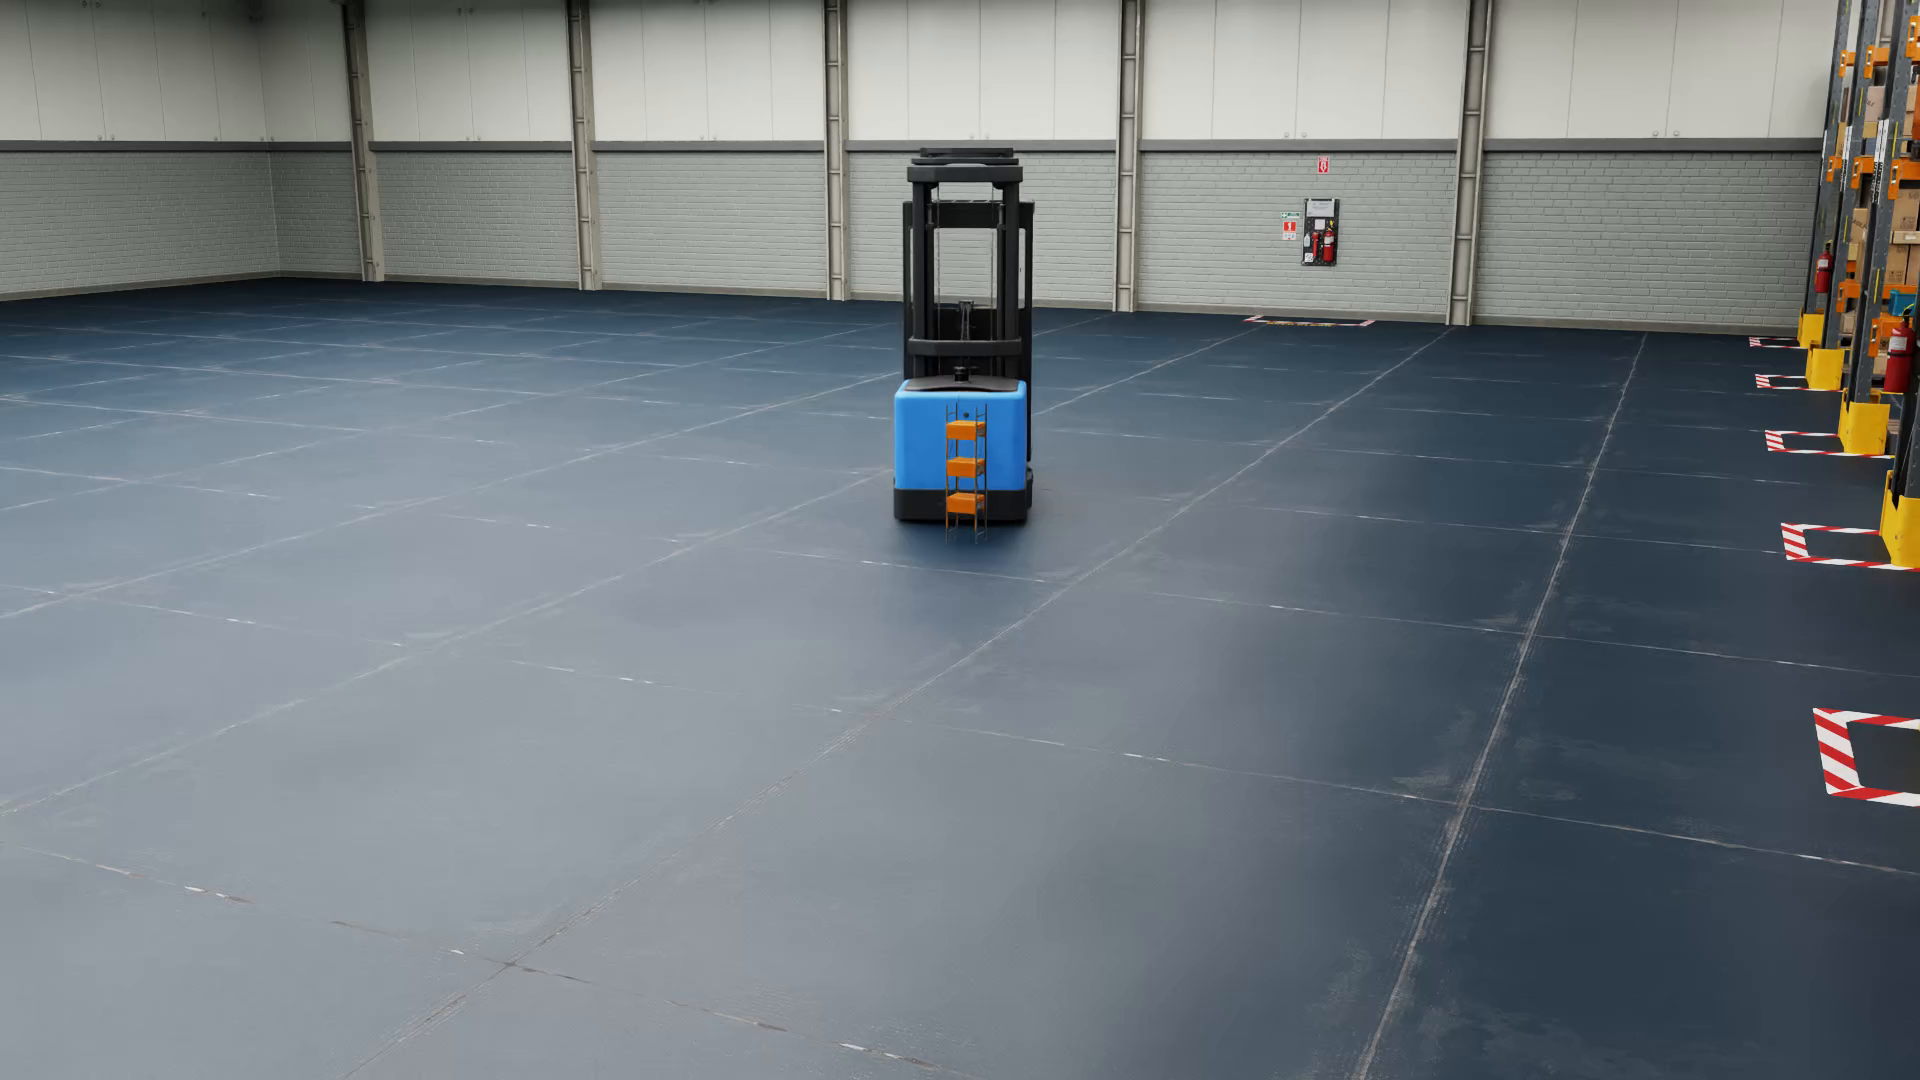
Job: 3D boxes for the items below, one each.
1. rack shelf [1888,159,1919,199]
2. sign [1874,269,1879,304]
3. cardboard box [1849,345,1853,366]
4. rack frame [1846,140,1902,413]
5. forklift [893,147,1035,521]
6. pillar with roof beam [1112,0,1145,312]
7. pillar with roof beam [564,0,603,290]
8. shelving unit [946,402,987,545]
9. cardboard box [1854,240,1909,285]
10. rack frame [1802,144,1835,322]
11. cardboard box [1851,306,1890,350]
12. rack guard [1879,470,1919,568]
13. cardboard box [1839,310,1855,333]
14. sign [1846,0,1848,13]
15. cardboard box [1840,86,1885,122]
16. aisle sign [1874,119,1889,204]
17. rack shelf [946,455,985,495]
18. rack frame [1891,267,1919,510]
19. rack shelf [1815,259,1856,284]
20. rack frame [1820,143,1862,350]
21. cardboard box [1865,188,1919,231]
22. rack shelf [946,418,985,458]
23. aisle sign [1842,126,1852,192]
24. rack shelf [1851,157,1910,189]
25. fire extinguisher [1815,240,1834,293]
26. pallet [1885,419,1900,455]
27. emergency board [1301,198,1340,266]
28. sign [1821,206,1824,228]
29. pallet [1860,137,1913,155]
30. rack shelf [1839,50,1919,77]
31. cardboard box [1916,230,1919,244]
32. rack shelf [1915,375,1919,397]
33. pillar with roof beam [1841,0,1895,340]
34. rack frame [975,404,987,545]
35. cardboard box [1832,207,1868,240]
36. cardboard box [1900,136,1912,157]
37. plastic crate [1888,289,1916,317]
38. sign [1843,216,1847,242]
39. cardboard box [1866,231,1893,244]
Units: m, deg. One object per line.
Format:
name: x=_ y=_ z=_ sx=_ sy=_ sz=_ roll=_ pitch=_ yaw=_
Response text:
rack shelf: x=10.866 y=-3.346 z=15.455 sx=4.000 sy=0.370 sz=1.077 roll=6 pitch=14 yaw=23
sign: x=8.810 y=-2.441 z=15.984 sx=0.005 sy=0.325 sz=0.100 roll=6 pitch=14 yaw=23
cardboard box: x=11.657 y=-2.333 z=21.229 sx=0.500 sy=0.250 sz=0.500 roll=6 pitch=14 yaw=23
rack frame: x=9.037 y=-2.420 z=16.504 sx=0.127 sy=3.000 sz=1.000 roll=6 pitch=14 yaw=23
forklift: x=0.080 y=-1.862 z=14.274 sx=1.130 sy=2.935 sz=3.031 roll=1 pitch=13 yaw=3
pillar with roof beam: x=1.325 y=-7.737 z=26.031 sx=0.400 sy=9.000 sz=9.100 roll=6 pitch=14 yaw=23
pillar with roof beam: x=-9.646 y=-8.848 z=30.763 sx=0.400 sy=9.000 sz=9.100 roll=6 pitch=14 yaw=23
shelving unit: x=0.049 y=-0.506 z=12.614 sx=0.252 sy=1.050 sz=0.215 roll=6 pitch=14 yaw=23
cardboard box: x=11.469 y=-3.458 z=20.705 sx=0.500 sy=0.500 sz=0.700 roll=6 pitch=14 yaw=23
rack frame: x=13.050 y=-4.490 z=25.323 sx=0.127 sy=3.000 sz=1.000 roll=6 pitch=14 yaw=23
cardboard box: x=11.658 y=-2.698 z=21.146 sx=0.500 sy=0.500 sz=0.500 roll=6 pitch=14 yaw=23
rack guard: x=7.101 y=-0.162 z=12.351 sx=0.348 sy=0.500 sz=1.175 roll=6 pitch=14 yaw=23
cardboard box: x=13.646 y=-3.312 z=25.226 sx=0.500 sy=0.311 sz=0.500 roll=4 pitch=14 yaw=17
sign: x=12.830 y=-7.790 z=24.038 sx=0.005 sy=0.325 sz=0.100 roll=6 pitch=14 yaw=23
cardboard box: x=13.304 y=-6.409 z=24.484 sx=0.500 sy=0.500 sz=0.500 roll=5 pitch=14 yaw=19
aisle sign: x=8.853 y=-3.632 z=15.975 sx=0.004 sy=0.787 sz=0.394 roll=6 pitch=14 yaw=23
rack shelf: x=0.049 y=-0.496 z=12.616 sx=0.240 sy=0.259 sz=0.215 roll=6 pitch=14 yaw=23
rack frame: x=7.031 y=-1.386 z=12.095 sx=0.127 sy=3.000 sz=1.000 roll=6 pitch=14 yaw=23
rack shelf: x=14.879 y=-3.954 z=24.616 sx=4.000 sy=0.370 sz=1.077 roll=6 pitch=14 yaw=23
rack frame: x=11.047 y=-3.455 z=20.912 sx=0.127 sy=3.000 sz=1.000 roll=6 pitch=14 yaw=23
cardboard box: x=11.517 y=-4.084 z=20.536 sx=0.500 sy=0.500 sz=0.700 roll=6 pitch=14 yaw=23
rack shelf: x=0.049 y=-0.772 z=12.551 sx=0.240 sy=0.259 sz=0.215 roll=6 pitch=14 yaw=23
aisle sign: x=10.863 y=-4.662 z=20.368 sx=0.004 sy=0.787 sz=0.394 roll=6 pitch=14 yaw=23
rack shelf: x=12.876 y=-4.380 z=19.862 sx=4.000 sy=0.370 sz=1.077 roll=6 pitch=14 yaw=23
fire extinguisher: x=11.127 y=-3.525 z=21.381 sx=0.183 sy=0.674 sz=0.296 roll=6 pitch=14 yaw=23
pallet: x=9.866 y=-0.989 z=16.509 sx=1.213 sy=0.211 sz=1.003 roll=6 pitch=14 yaw=23
emergency board: x=6.311 y=-5.397 z=29.191 sx=0.643 sy=1.169 sz=0.194 roll=6 pitch=14 yaw=23
sign: x=12.830 y=-4.798 z=24.741 sx=0.005 sy=0.325 sz=0.100 roll=6 pitch=14 yaw=23
pallet: x=11.683 y=-4.801 z=20.277 sx=1.213 sy=0.211 sz=1.003 roll=6 pitch=14 yaw=23
rack shelf: x=14.879 y=-6.874 z=23.931 sx=4.000 sy=0.370 sz=1.077 roll=6 pitch=14 yaw=23
cardboard box: x=11.789 y=-3.691 z=20.278 sx=0.250 sy=0.149 sz=0.380 roll=6 pitch=14 yaw=23
rack shelf: x=8.860 y=-0.851 z=11.389 sx=4.000 sy=0.370 sz=1.077 roll=6 pitch=14 yaw=23
pillar with roof beam: x=12.297 y=-6.627 z=21.299 sx=0.400 sy=9.000 sz=9.100 roll=6 pitch=14 yaw=23
rack frame: x=0.160 y=-0.495 z=12.566 sx=0.008 sy=1.050 sz=0.200 roll=6 pitch=14 yaw=23
cardboard box: x=13.567 y=-4.792 z=25.255 sx=0.500 sy=0.500 sz=0.500 roll=6 pitch=14 yaw=23
cardboard box: x=13.731 y=-5.868 z=24.368 sx=0.500 sy=0.500 sz=0.500 roll=7 pitch=15 yaw=27
plastic crate: x=9.616 y=-2.364 z=16.590 sx=0.616 sy=0.251 sz=0.499 roll=6 pitch=14 yaw=23
sign: x=10.817 y=-3.799 z=20.312 sx=0.005 sy=0.325 sz=0.100 roll=6 pitch=14 yaw=23
cardboard box: x=11.319 y=-3.738 z=20.480 sx=0.250 sy=0.149 sz=0.380 roll=6 pitch=14 yaw=23
